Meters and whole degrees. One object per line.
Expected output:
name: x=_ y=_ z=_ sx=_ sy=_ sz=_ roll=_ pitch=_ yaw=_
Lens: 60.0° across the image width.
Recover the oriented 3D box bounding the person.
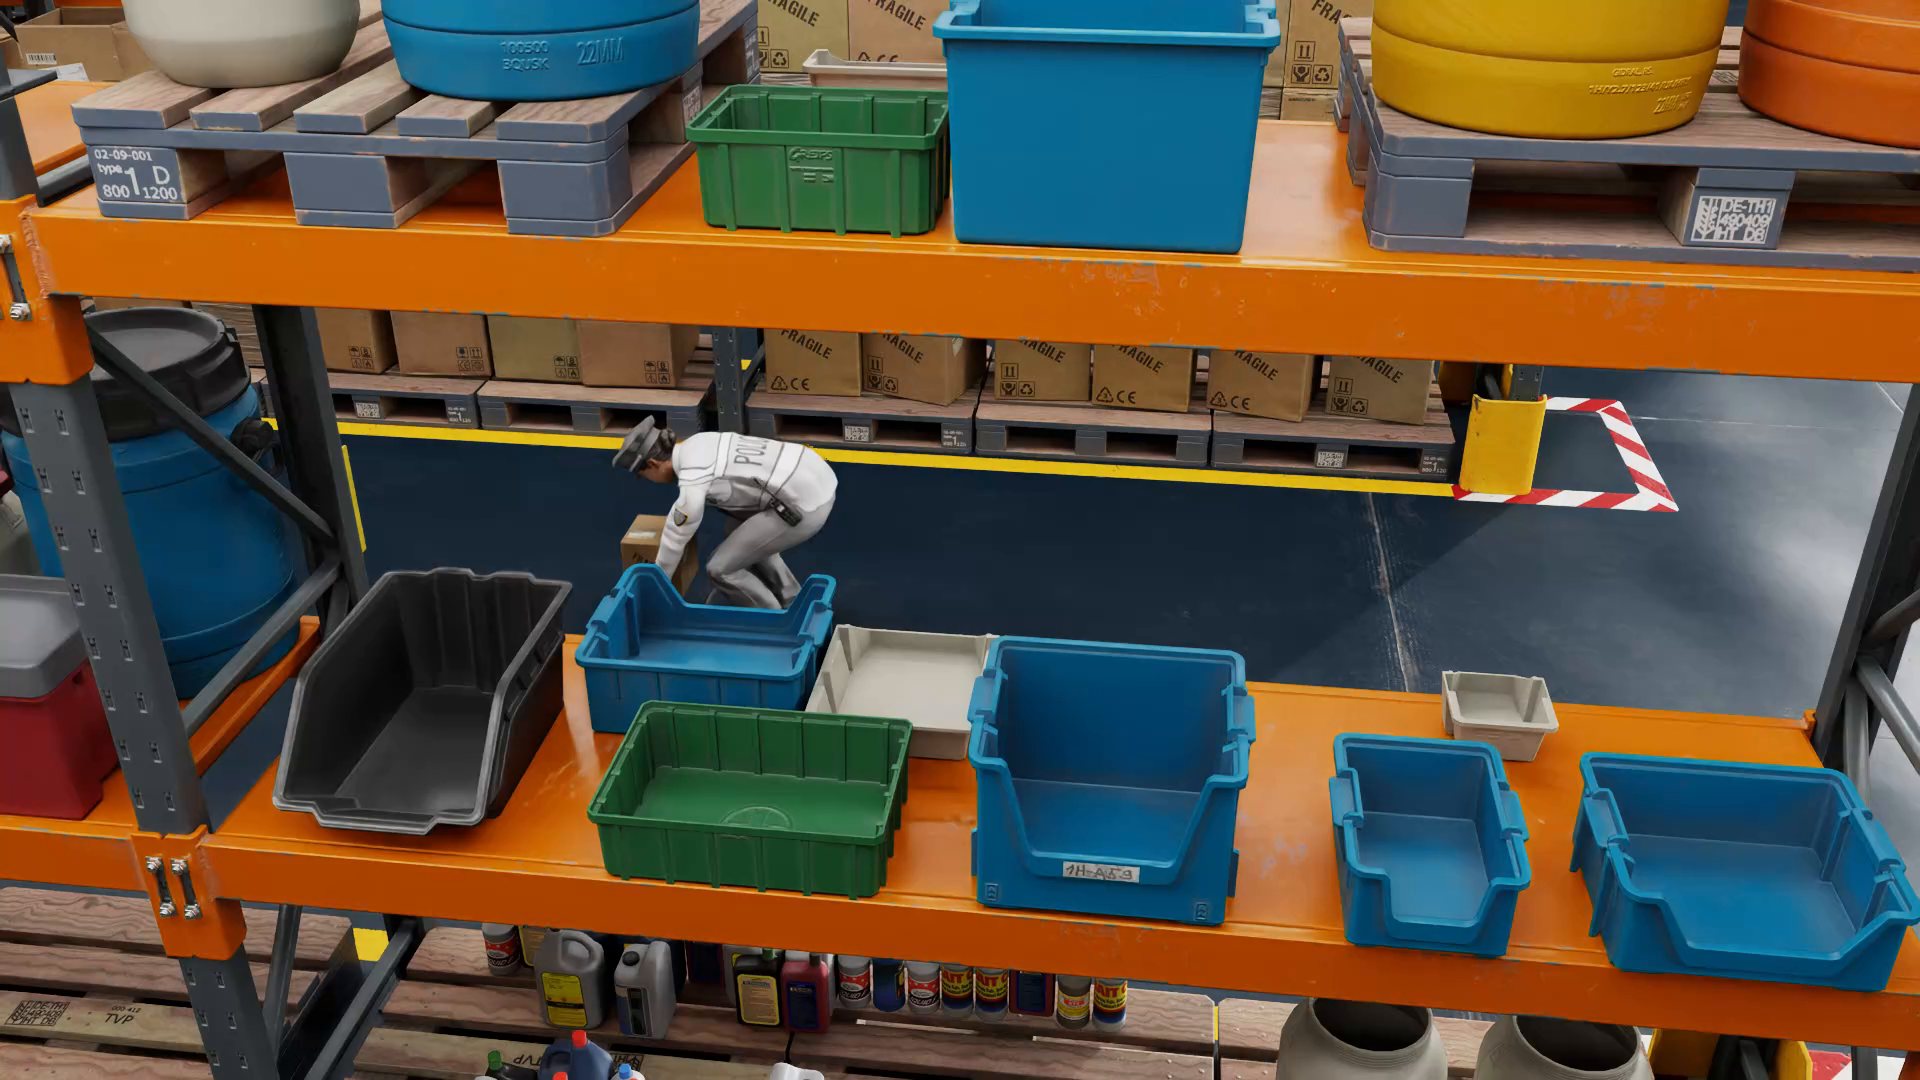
person: x=-0.965 y=-0.050 z=6.933 sx=0.911 sy=0.982 sz=0.469 roll=2 pitch=29 yaw=4
